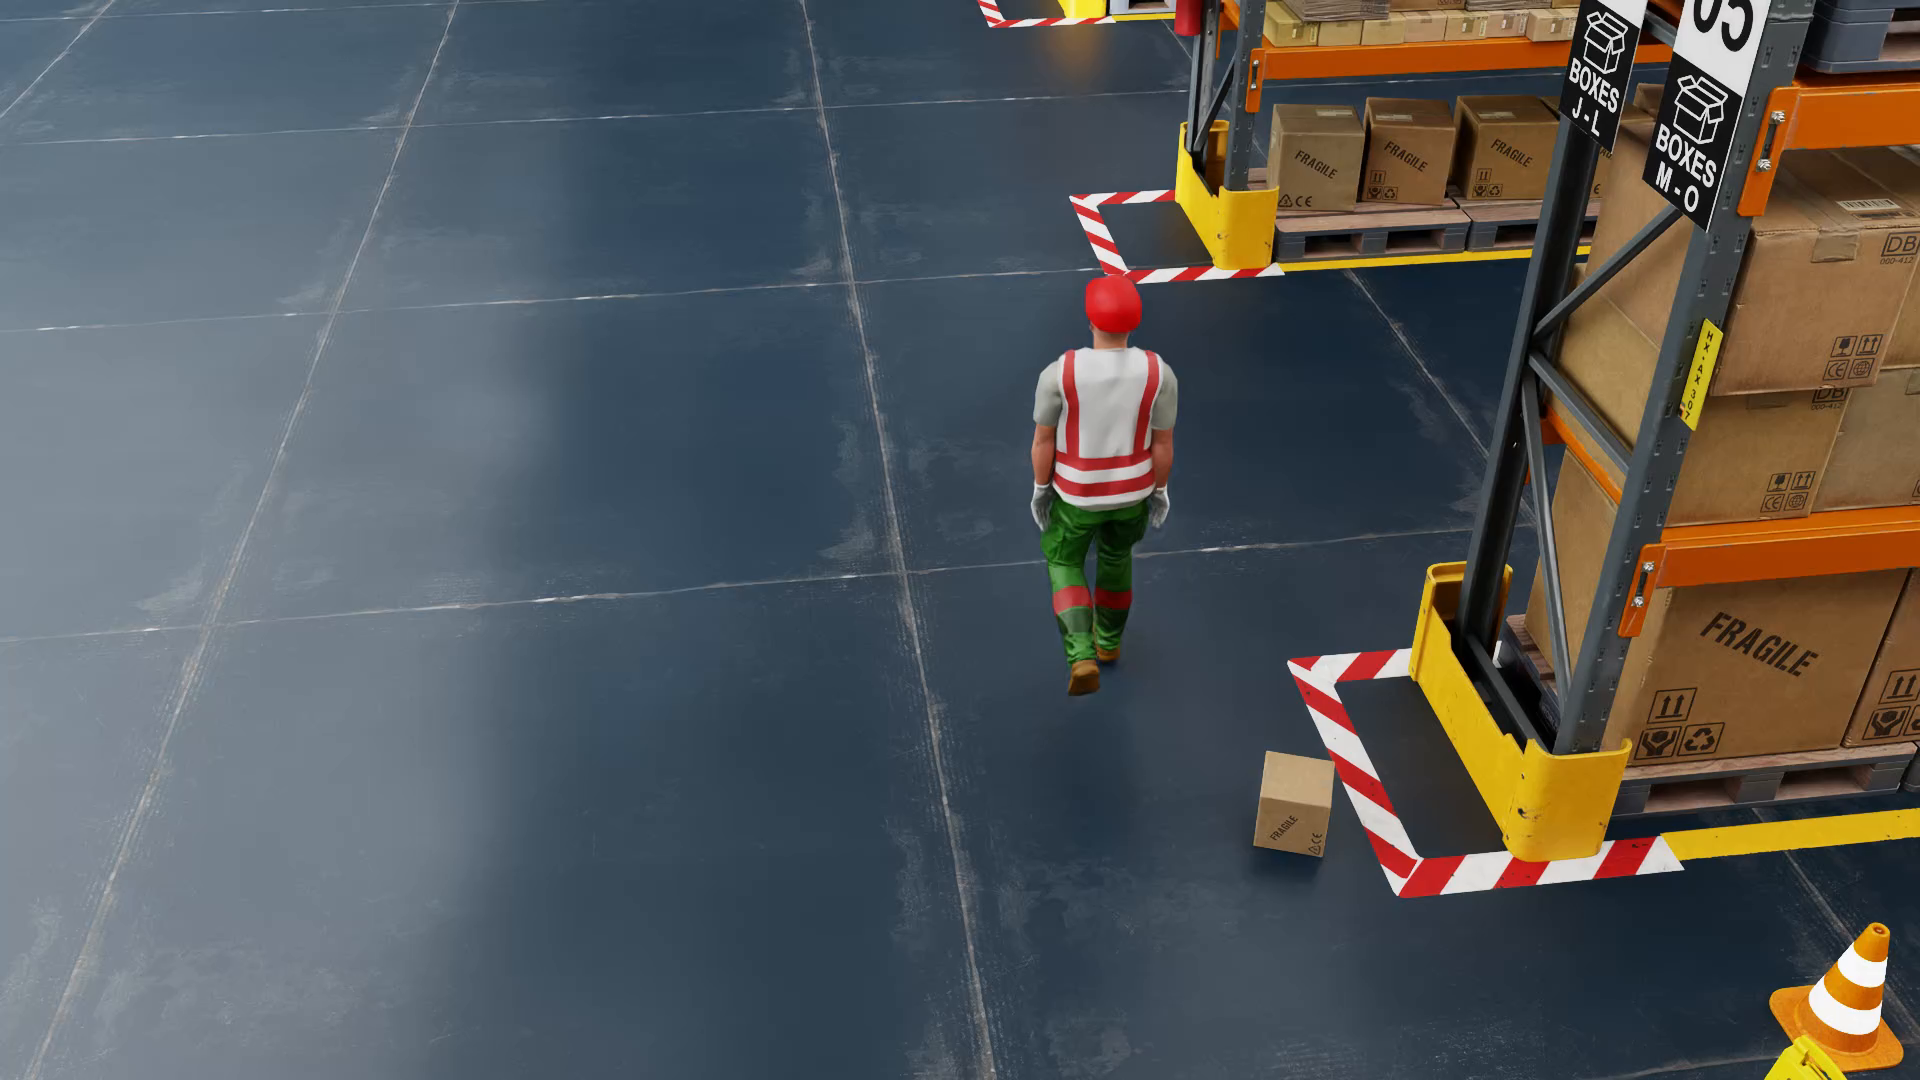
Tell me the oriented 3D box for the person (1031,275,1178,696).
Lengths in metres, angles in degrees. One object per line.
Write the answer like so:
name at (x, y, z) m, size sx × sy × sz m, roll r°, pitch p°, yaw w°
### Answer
person at (0.542, -0.172, 6.346) m, size 0.542 × 1.769 × 0.750 m, roll -2°, pitch 35°, yaw -4°
